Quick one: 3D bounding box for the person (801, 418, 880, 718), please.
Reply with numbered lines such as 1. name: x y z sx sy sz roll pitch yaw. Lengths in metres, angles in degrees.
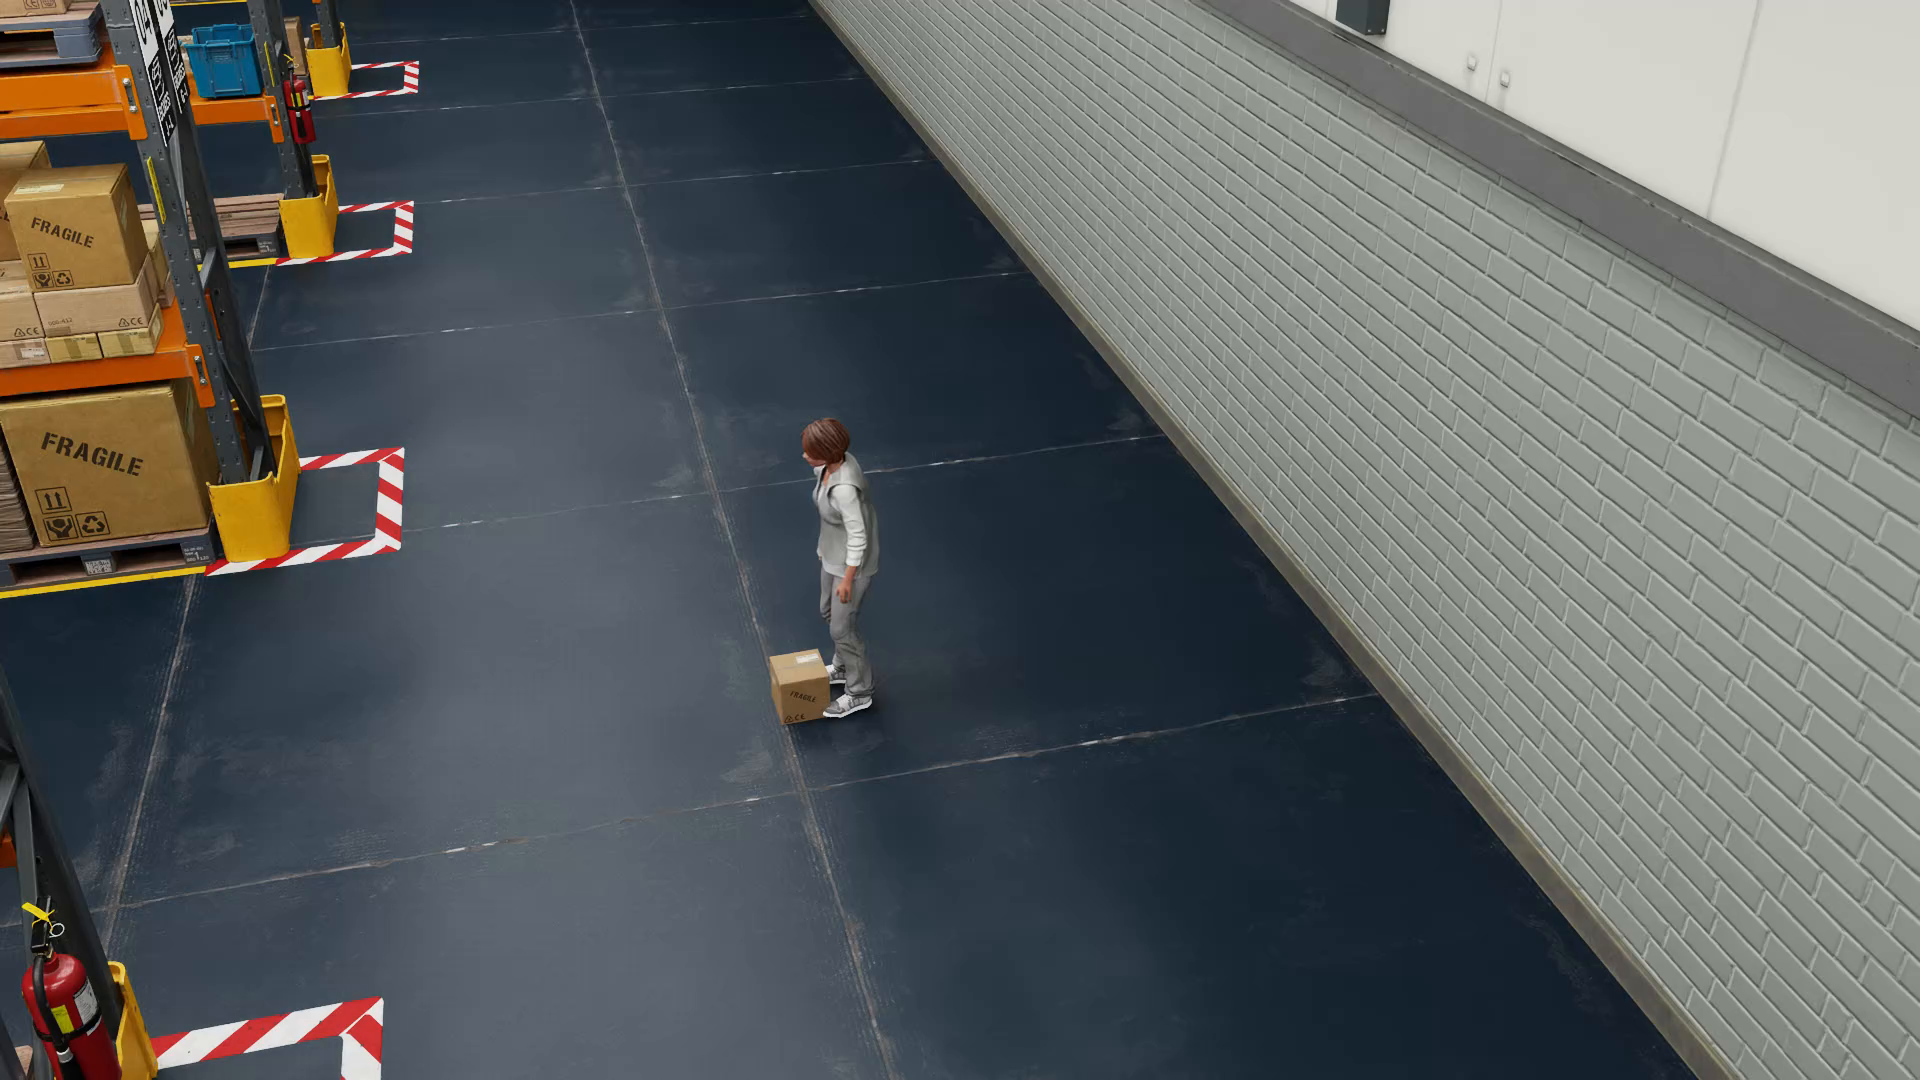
1. person: -0.570 0.117 8.041 0.343 1.593 0.464 -9 32 -15
